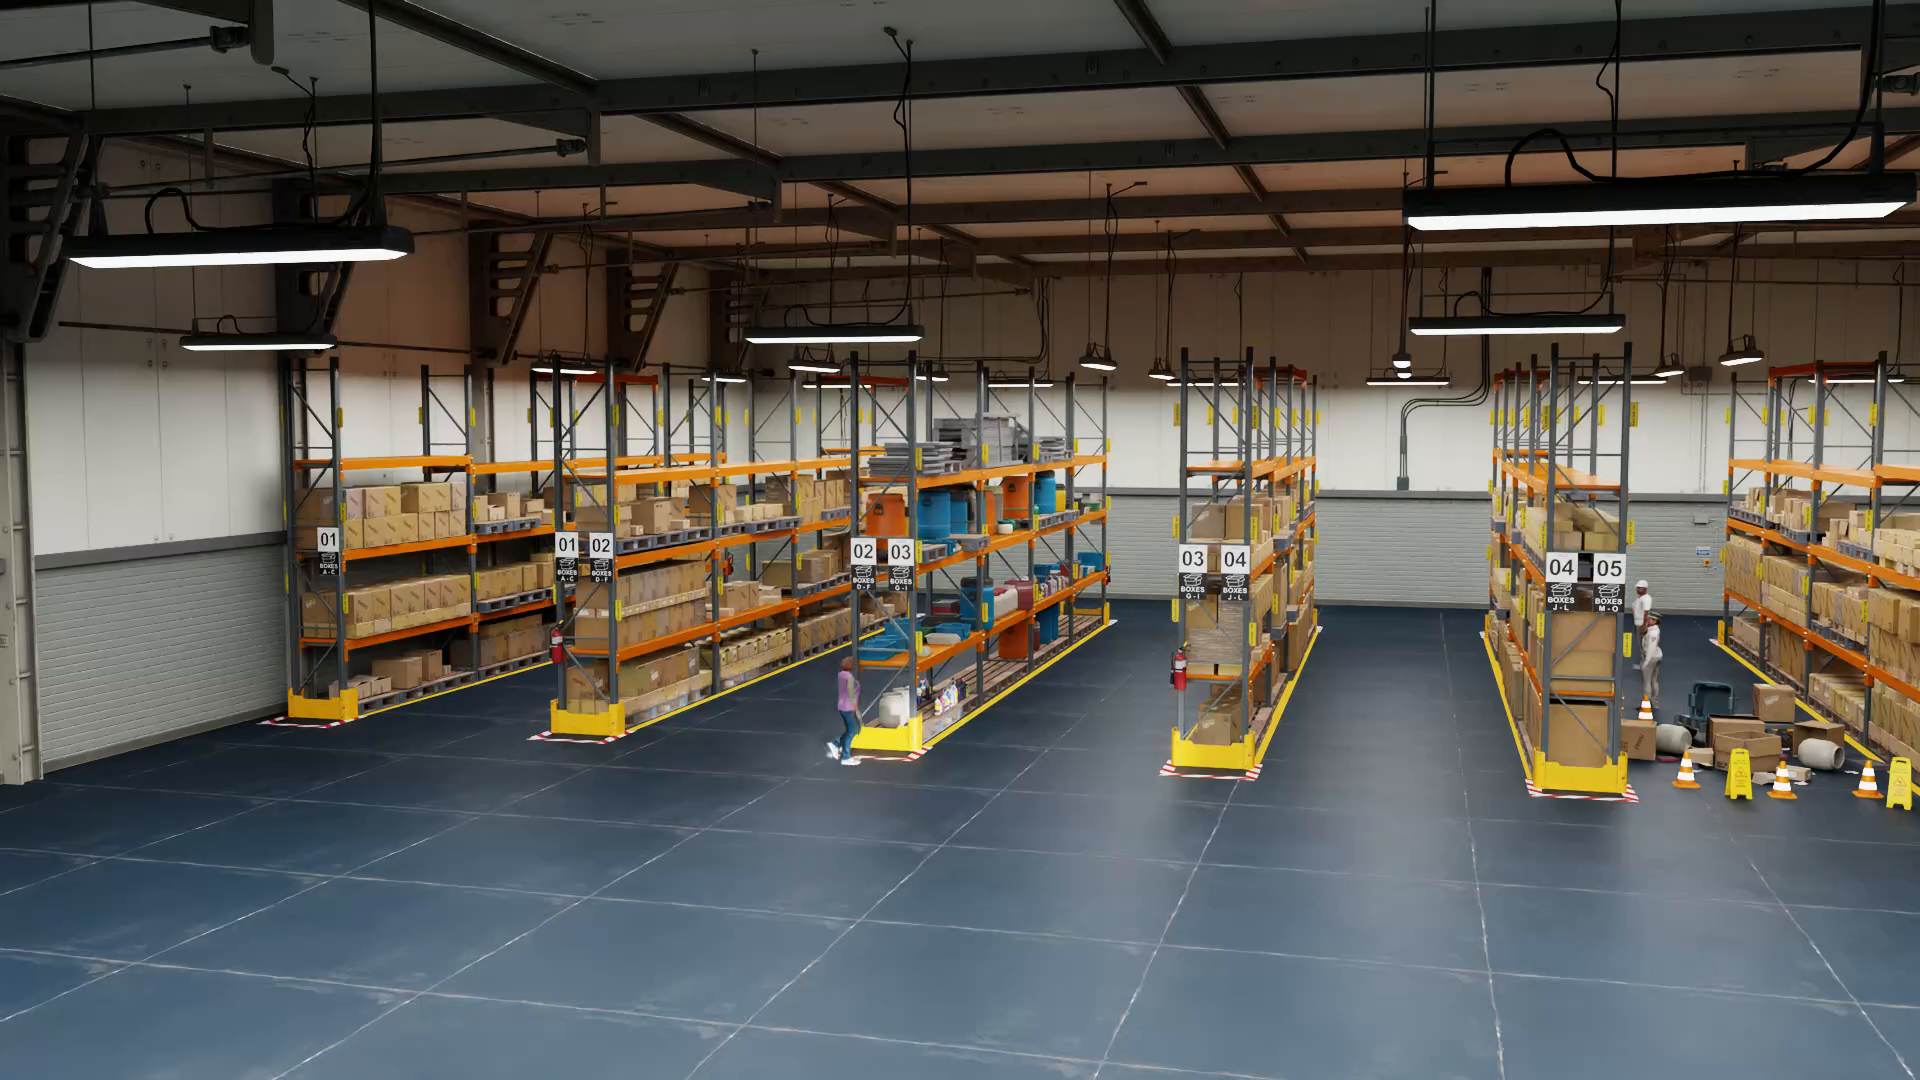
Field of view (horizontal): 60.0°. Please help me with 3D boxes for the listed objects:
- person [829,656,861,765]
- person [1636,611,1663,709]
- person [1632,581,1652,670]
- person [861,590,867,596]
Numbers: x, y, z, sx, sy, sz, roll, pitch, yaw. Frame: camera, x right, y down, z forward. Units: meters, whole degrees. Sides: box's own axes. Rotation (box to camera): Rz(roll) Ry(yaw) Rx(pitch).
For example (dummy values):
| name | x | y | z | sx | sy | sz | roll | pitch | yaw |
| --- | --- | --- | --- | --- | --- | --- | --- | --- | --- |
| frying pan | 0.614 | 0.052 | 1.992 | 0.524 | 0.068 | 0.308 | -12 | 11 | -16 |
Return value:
| name | x | y | z | sx | sy | sz | roll | pitch | yaw |
| --- | --- | --- | --- | --- | --- | --- | --- | --- | --- |
| person | -1.661 | 2.442 | 23.869 | 0.487 | 1.581 | 0.399 | 0 | 4 | 3 |
| person | 11.910 | 2.065 | 28.674 | 0.537 | 1.694 | 0.354 | -4 | 6 | -40 |
| person | 13.564 | 1.688 | 33.077 | 0.371 | 1.766 | 0.628 | 2 | 5 | 23 |
| person | -2.663 | 0.940 | 43.117 | 0.512 | 1.754 | 0.590 | 1 | 4 | 9 |
